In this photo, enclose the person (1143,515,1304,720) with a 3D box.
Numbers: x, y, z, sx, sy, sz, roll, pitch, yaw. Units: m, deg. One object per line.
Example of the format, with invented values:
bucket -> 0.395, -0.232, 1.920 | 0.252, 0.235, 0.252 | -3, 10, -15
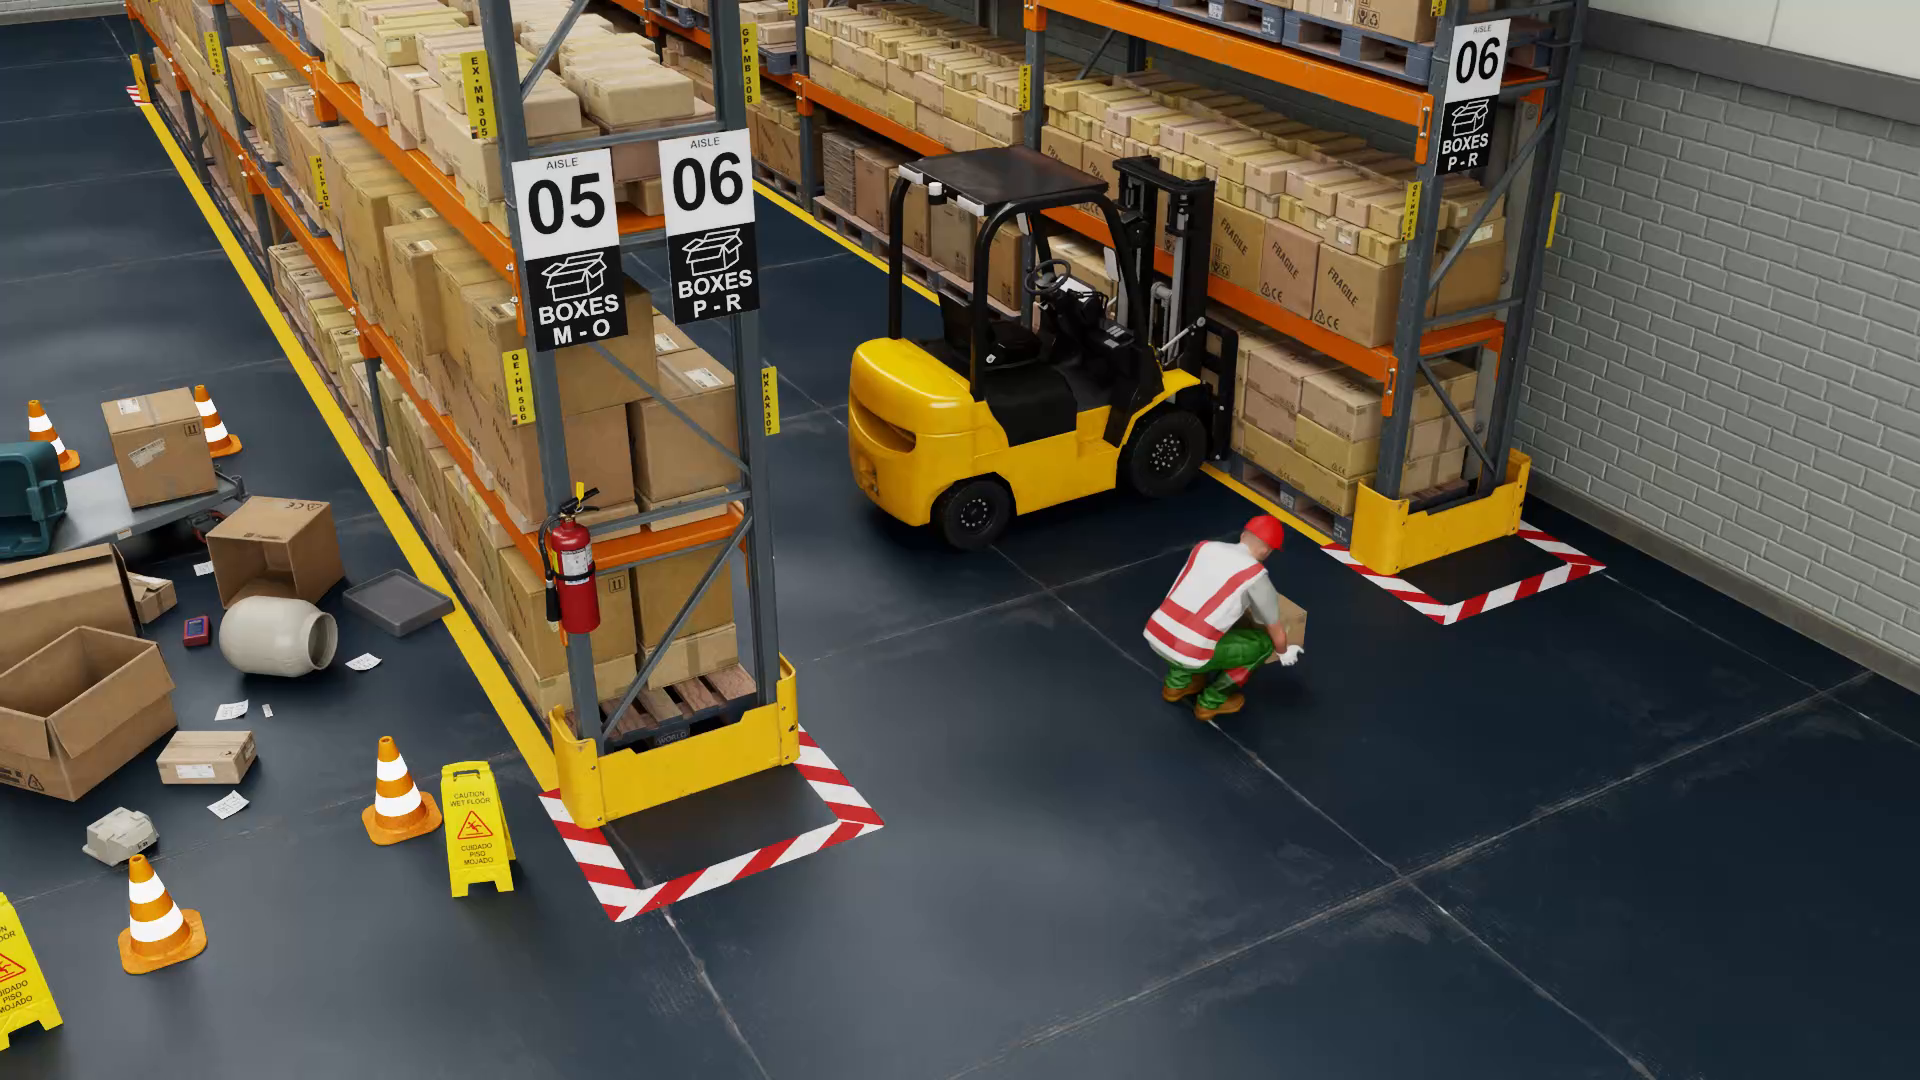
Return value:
person -> 1.362, 0.392, 8.664 | 0.875, 0.991, 0.565 | -16, 32, -26
